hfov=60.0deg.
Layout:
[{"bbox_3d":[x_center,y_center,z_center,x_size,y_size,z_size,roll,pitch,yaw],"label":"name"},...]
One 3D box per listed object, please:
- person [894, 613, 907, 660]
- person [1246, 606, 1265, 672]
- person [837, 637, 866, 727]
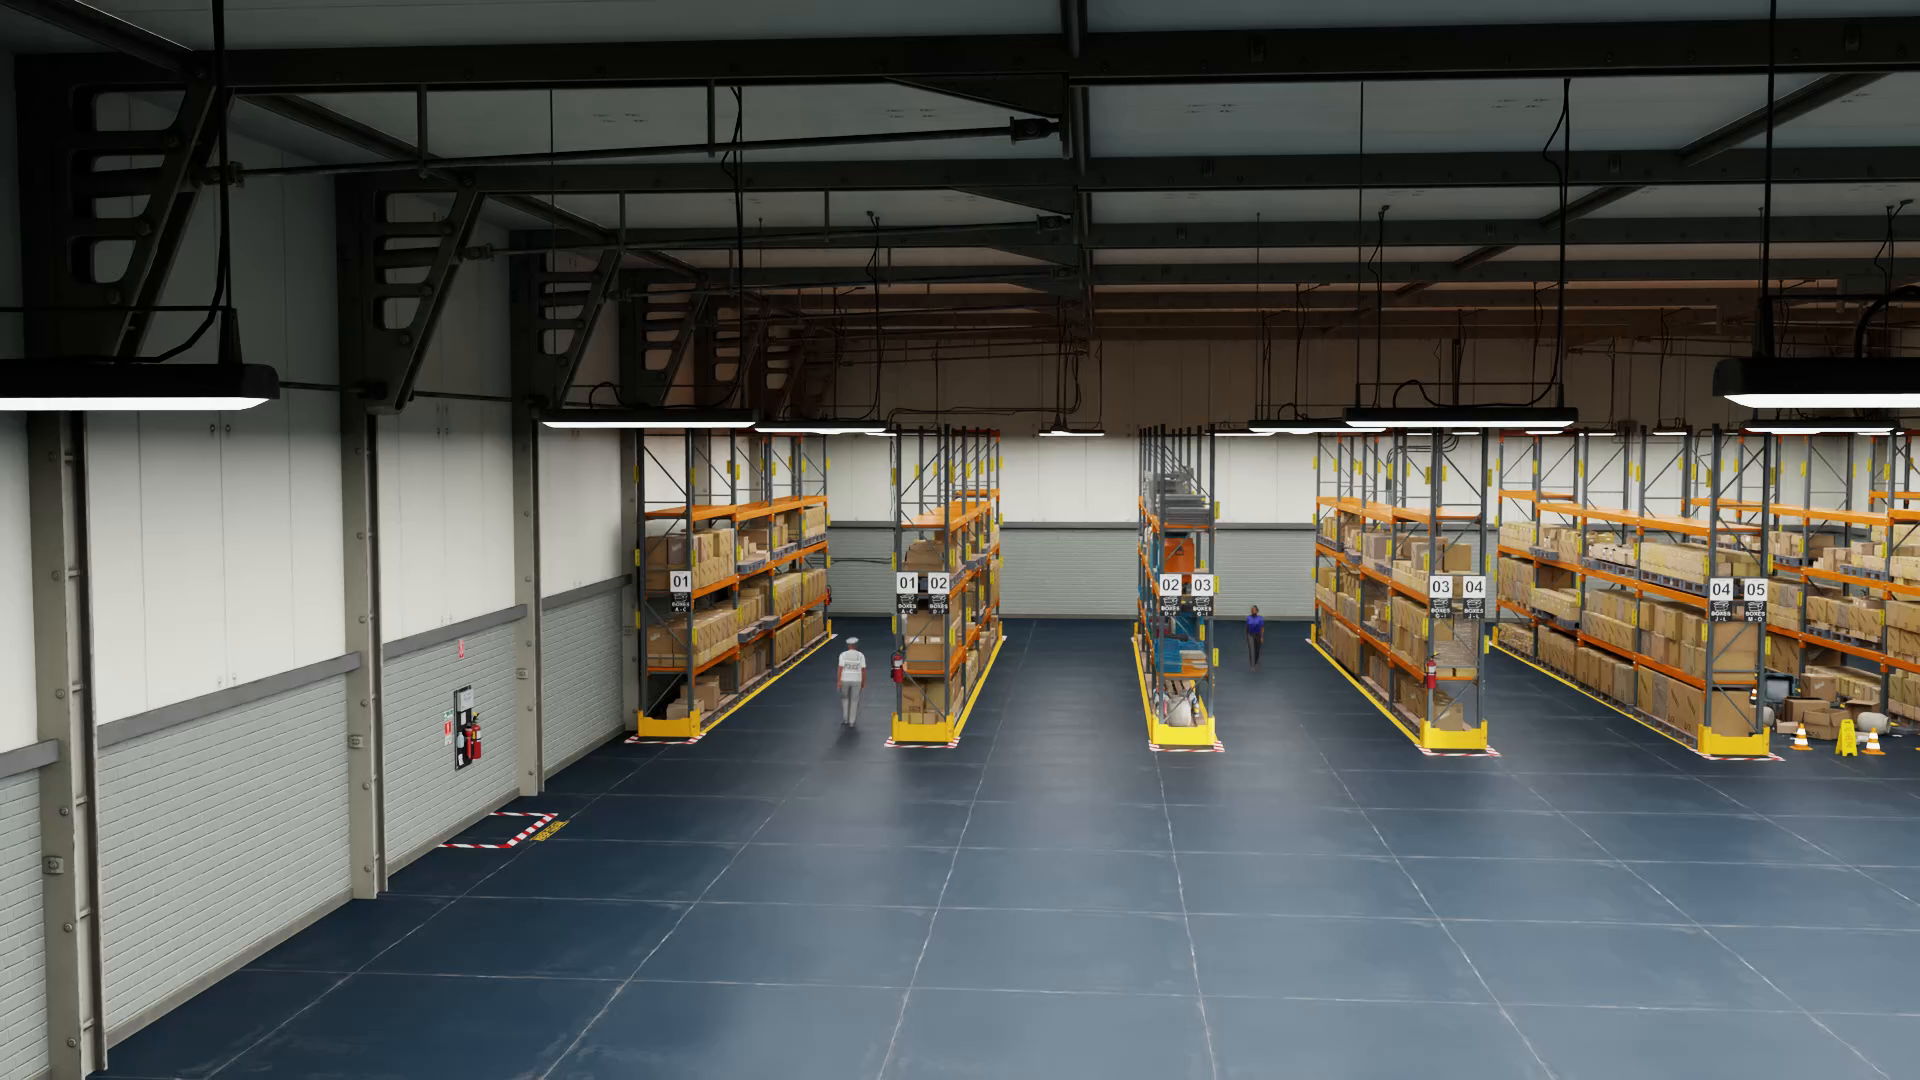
[{"bbox_3d":[-1.443,2.351,41.884,0.498,1.608,1.058,0,3,2],"label":"person"},{"bbox_3d":[7.289,2.430,41.010,0.422,1.555,1.033,0,3,3],"label":"person"},{"bbox_3d":[-2.154,2.857,33.082,0.569,1.827,0.602,0,3,1],"label":"person"}]
